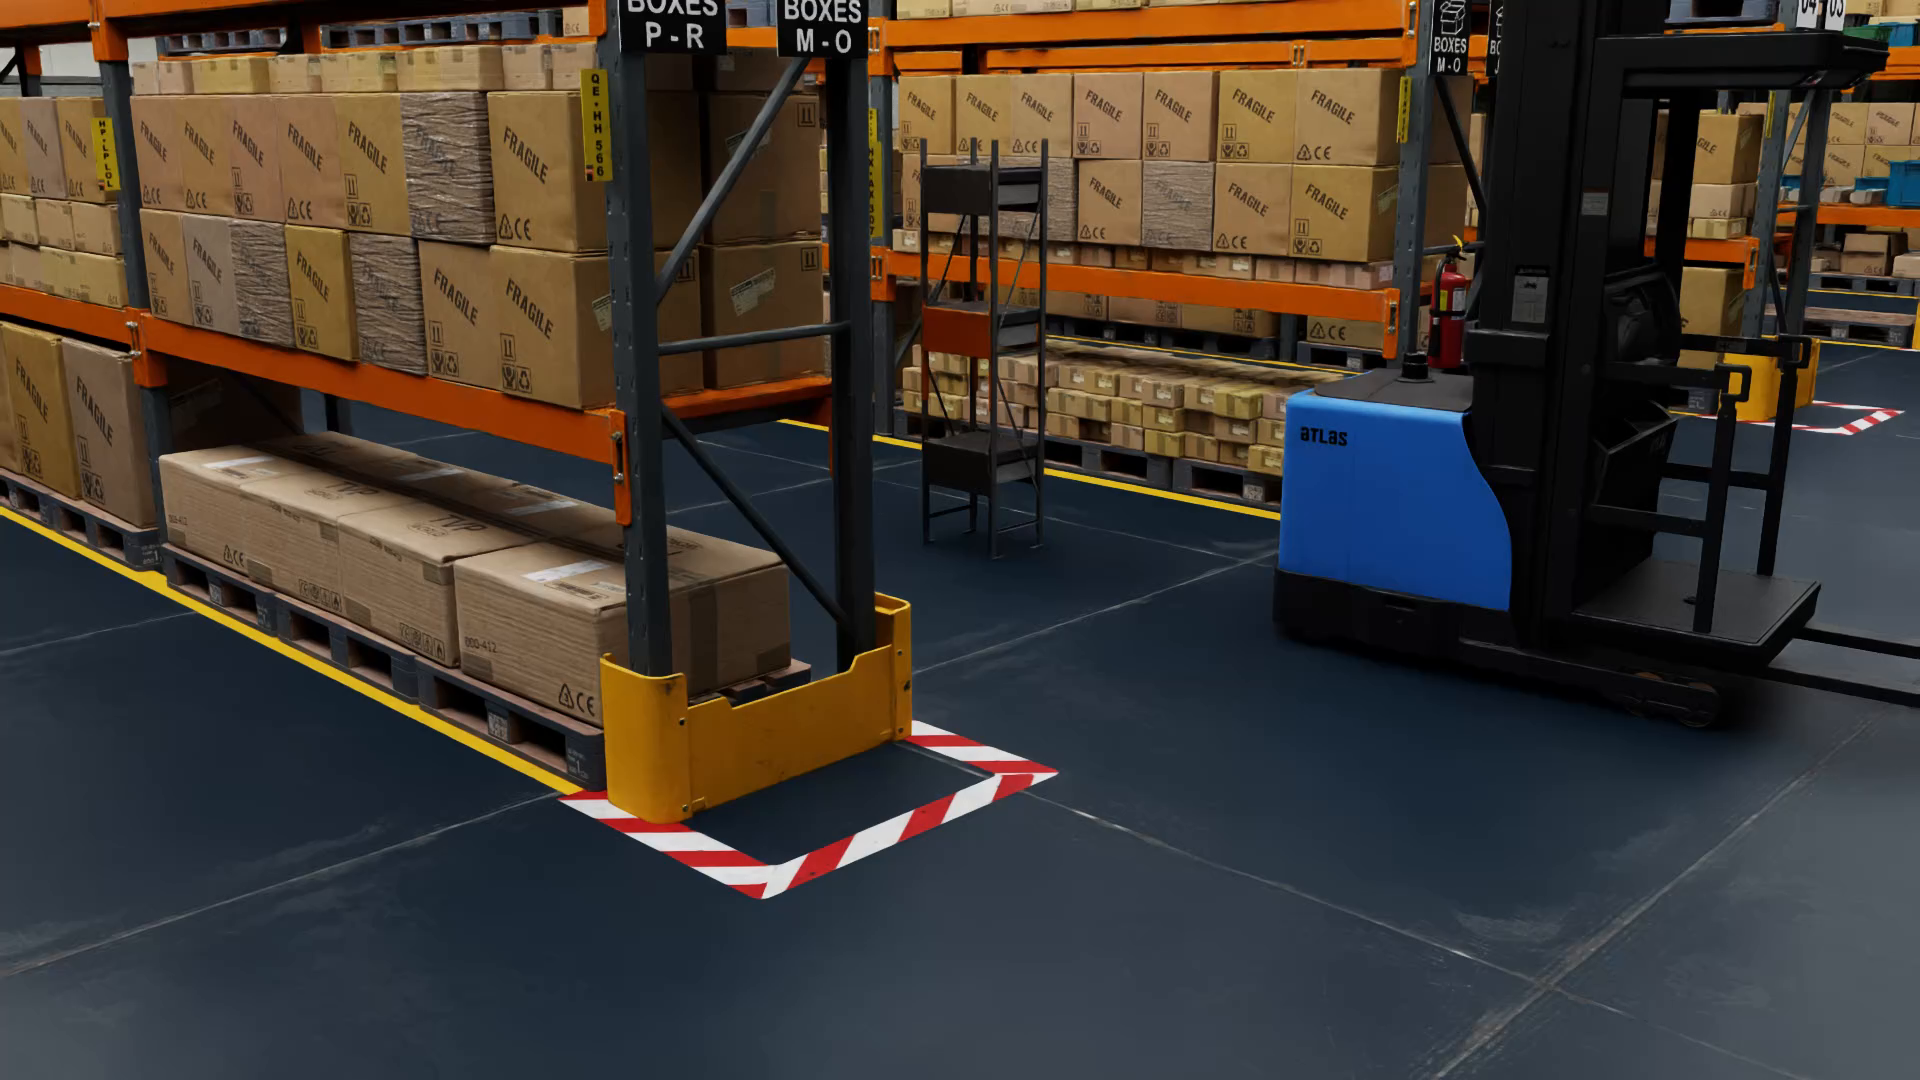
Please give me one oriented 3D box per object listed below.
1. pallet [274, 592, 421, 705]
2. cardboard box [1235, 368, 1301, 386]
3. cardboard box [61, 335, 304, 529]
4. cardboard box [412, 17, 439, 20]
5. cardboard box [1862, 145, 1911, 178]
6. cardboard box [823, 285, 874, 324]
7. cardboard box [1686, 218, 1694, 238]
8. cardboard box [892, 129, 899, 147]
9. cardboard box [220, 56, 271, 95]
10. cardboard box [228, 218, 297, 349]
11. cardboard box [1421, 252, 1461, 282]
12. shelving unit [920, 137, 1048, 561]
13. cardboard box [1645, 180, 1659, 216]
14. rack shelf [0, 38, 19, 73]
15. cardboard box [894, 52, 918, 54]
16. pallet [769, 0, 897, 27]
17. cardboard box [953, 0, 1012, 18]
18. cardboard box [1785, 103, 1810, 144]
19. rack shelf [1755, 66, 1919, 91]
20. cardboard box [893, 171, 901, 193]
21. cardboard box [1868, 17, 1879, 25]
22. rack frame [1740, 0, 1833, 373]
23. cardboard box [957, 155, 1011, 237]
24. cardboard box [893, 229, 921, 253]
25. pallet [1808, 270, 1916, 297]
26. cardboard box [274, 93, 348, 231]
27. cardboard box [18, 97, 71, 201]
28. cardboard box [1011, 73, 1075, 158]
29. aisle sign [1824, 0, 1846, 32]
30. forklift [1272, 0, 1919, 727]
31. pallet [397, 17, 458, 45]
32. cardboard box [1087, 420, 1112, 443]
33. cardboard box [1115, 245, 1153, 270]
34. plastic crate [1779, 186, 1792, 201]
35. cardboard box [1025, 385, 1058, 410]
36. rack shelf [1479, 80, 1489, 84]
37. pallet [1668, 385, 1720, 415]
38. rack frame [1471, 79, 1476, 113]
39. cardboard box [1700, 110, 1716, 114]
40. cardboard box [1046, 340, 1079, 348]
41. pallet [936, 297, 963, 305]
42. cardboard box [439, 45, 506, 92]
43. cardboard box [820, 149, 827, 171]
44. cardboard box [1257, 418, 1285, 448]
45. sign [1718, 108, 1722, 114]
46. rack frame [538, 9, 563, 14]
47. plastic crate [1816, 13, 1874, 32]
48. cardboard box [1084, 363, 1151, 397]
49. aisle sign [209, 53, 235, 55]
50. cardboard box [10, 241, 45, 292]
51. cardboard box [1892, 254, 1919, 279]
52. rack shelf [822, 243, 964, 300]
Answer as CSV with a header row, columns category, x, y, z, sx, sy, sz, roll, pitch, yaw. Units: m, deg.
category,x,y,z,sx,sy,sz,roll,pitch,yaw
pallet,-2.202,0.349,7.176,1.213,0.211,1.003,14,20,42
cardboard box,1.913,-0.965,10.327,0.250,0.149,0.380,12,19,40
cardboard box,-4.080,-0.631,8.785,0.875,0.875,0.875,-14,20,-42
cardboard box,-4.932,-5.132,15.997,0.500,0.250,0.500,13,20,42
cardboard box,11.454,-4.602,20.446,0.500,0.500,0.500,13,20,41
cardboard box,-0.926,-1.719,12.217,0.500,0.250,0.500,13,19,41
cardboard box,5.507,-2.387,12.641,0.250,0.149,0.380,14,20,43
cardboard box,-0.467,-4.279,18.374,0.700,0.500,0.500,-11,18,-36
cardboard box,-2.814,-1.920,6.884,0.250,0.149,0.380,13,19,41
cardboard box,-2.709,-1.103,7.019,0.500,0.500,0.500,14,20,43
cardboard box,2.659,-1.572,9.516,0.250,0.149,0.380,13,20,42
shelving unit,0.119,-0.987,8.556,0.503,2.100,0.431,14,20,42
cardboard box,5.282,-2.657,12.889,0.500,0.250,0.500,13,20,41
rack shelf,-7.897,-3.515,11.951,4.000,0.370,1.077,14,20,42
cardboard box,-0.458,-5.362,17.912,0.500,0.250,0.500,14,20,42
pallet,-0.585,-3.766,11.859,1.003,0.211,1.213,14,20,42
cardboard box,0.302,-3.442,10.541,0.500,0.250,0.500,13,20,41
cardboard box,10.695,-5.266,21.013,0.500,0.500,0.500,13,19,40
rack shelf,11.619,-5.711,20.380,4.000,0.370,1.077,14,20,42
cardboard box,-0.638,-2.537,11.796,0.380,0.149,0.250,-14,20,-42
cardboard box,11.070,-6.272,20.410,0.500,0.250,0.500,14,20,42
rack frame,6.180,-2.460,12.426,0.127,3.000,1.000,14,20,42
cardboard box,0.328,-2.252,10.839,0.500,0.500,0.500,14,20,42
cardboard box,-0.238,-2.047,11.338,0.380,0.149,0.250,-14,20,-42
pallet,11.556,-3.274,21.081,1.213,0.211,1.003,14,20,42
cardboard box,-2.322,-1.497,6.546,0.500,0.500,0.500,13,20,42
cardboard box,-4.451,-2.016,8.538,0.500,0.500,0.500,-14,20,-43
cardboard box,0.666,-2.649,10.378,0.500,0.500,0.500,14,20,43
aisle sign,6.440,-3.760,12.259,0.004,0.787,0.394,14,20,42
forklift,2.851,-0.867,6.446,3.031,2.935,1.130,11,18,36
pallet,-4.402,-4.636,15.202,1.003,0.211,1.213,-13,20,-42
cardboard box,1.029,-0.728,10.597,0.380,0.149,0.250,-14,20,-43
cardboard box,1.165,-1.747,10.185,0.250,0.149,0.380,14,20,43
plastic crate,8.263,-3.517,16.884,0.250,0.136,0.298,14,20,42
cardboard box,0.643,-0.960,10.897,0.380,0.149,0.250,-13,20,-42
rack shelf,9.296,-8.011,29.207,4.000,0.370,1.077,14,20,42
pallet,5.550,-1.237,13.260,1.213,0.211,1.003,14,20,42
rack frame,7.300,-5.658,24.697,0.127,3.000,1.000,14,20,42
cardboard box,12.005,-6.727,26.487,0.500,0.250,0.500,13,20,41
cardboard box,0.618,-1.295,11.593,0.250,0.149,0.380,13,20,42
pallet,-0.140,-2.648,18.677,1.213,0.211,1.003,14,20,42
cardboard box,-1.539,-1.604,5.672,0.250,0.149,0.380,13,20,42
cardboard box,-0.833,-2.729,11.942,0.250,0.149,0.380,13,19,41
cardboard box,1.936,-0.641,9.676,0.250,0.149,0.380,13,19,41
sign,9.797,-5.417,21.476,0.005,0.325,0.100,14,20,42
rack frame,-3.094,-5.881,13.655,0.127,3.000,1.000,14,20,42
plastic crate,8.709,-5.098,16.723,0.767,0.338,0.504,14,20,42
cardboard box,0.997,-1.013,10.513,0.250,0.149,0.380,14,20,42
aisle sign,-8.696,-5.703,19.714,0.004,0.787,0.394,14,20,42
cardboard box,-4.792,-1.503,9.049,0.500,0.250,0.500,13,19,41
cardboard box,11.833,-3.362,20.468,0.500,0.250,0.500,14,20,42
rack shelf,-1.655,-2.280,13.159,4.000,0.370,1.077,14,20,42
